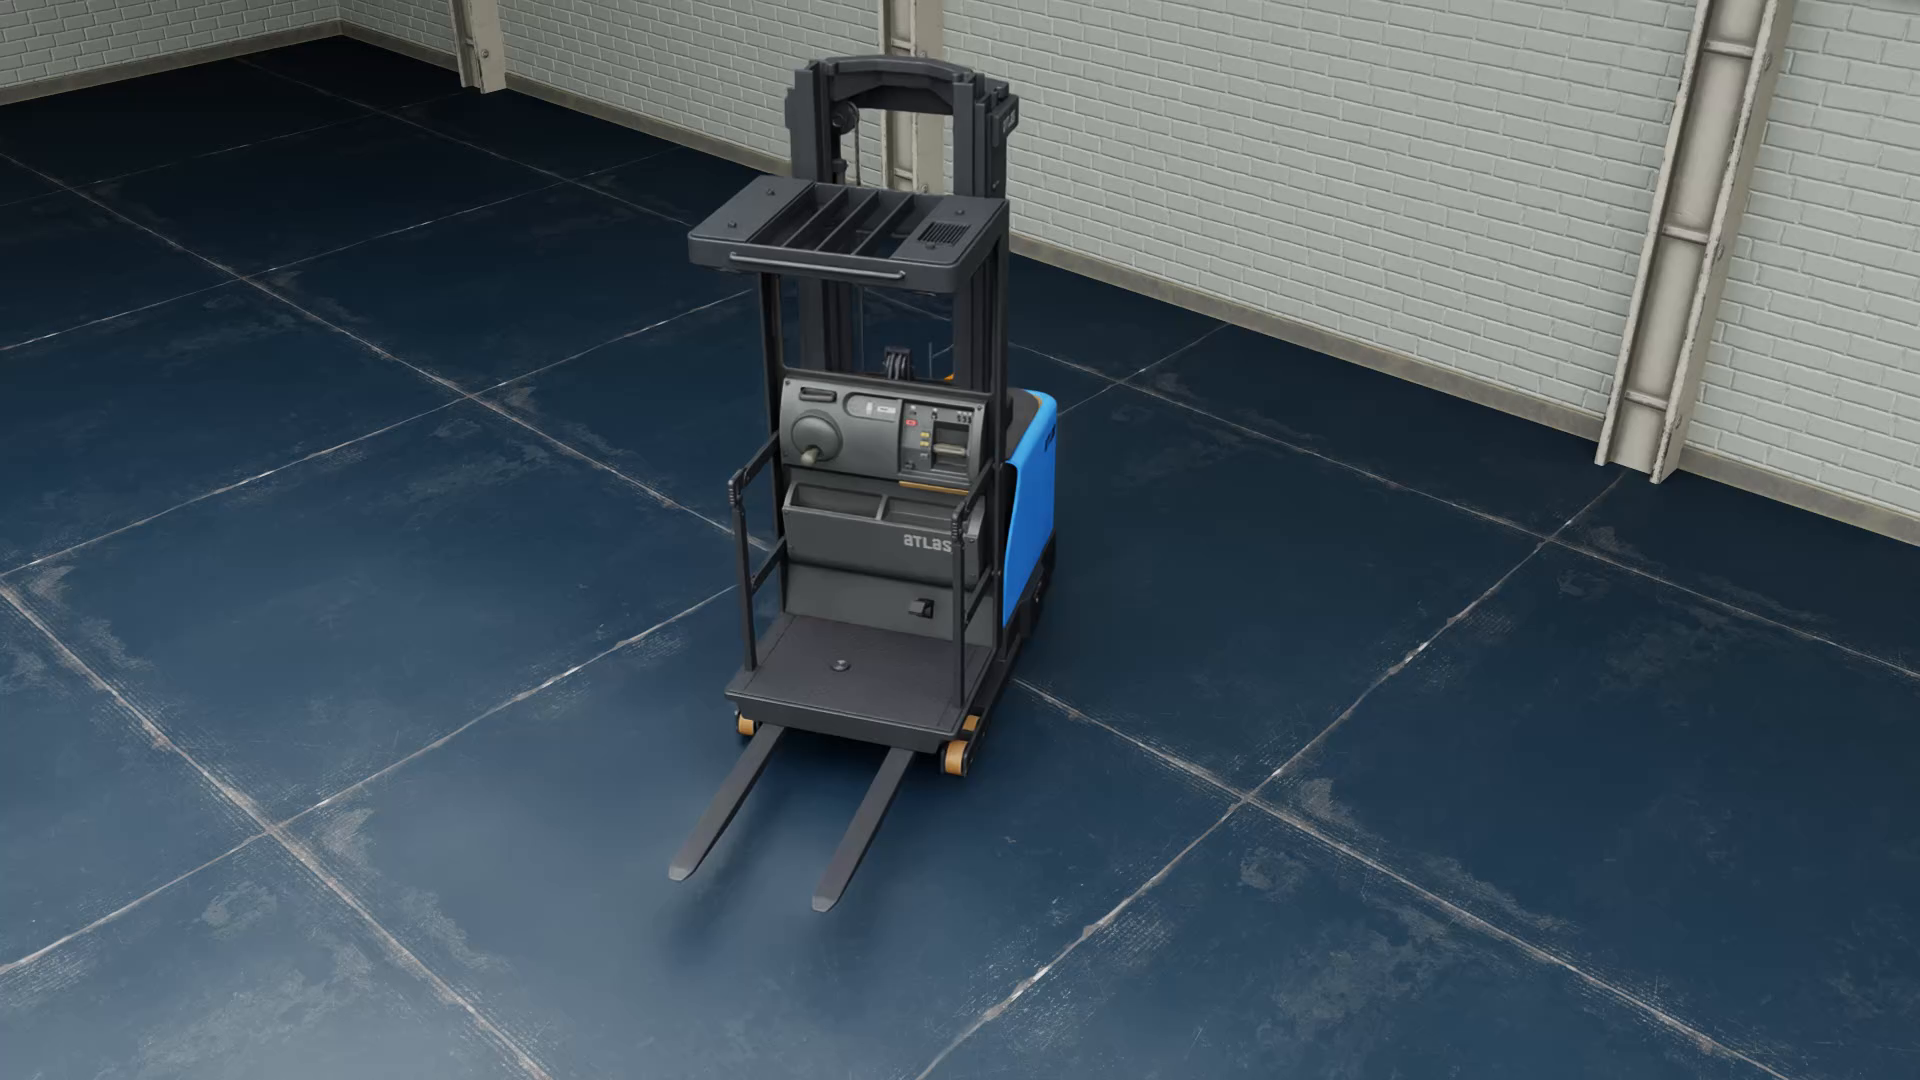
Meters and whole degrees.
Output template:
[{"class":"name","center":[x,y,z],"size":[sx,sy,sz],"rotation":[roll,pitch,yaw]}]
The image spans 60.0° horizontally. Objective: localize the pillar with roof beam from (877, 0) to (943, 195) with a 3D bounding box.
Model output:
[{"class":"pillar with roof beam","center":[-3.267,-4.741,8.400],"size":[0.400,9.000,9.100],"rotation":[25,39,35]}]

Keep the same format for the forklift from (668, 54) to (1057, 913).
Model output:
[{"class":"forklift","center":[-0.405,-0.423,7.111],"size":[1.130,2.935,3.031],"rotation":[9,32,14]}]

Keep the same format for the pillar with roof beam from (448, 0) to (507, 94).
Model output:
[{"class":"pillar with roof beam","center":[-7.716,-6.818,11.850],"size":[0.400,9.000,9.100],"rotation":[25,39,35]}]

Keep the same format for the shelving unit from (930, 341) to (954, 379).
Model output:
[{"class":"shelving unit","center":[-0.007,-0.529,8.965],"size":[0.189,1.200,0.258],"rotation":[24,39,34]}]

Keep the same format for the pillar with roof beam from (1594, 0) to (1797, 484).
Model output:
[{"class":"pillar with roof beam","center":[1.182,-2.664,4.951],"size":[0.400,9.000,9.100],"rotation":[25,39,35]}]

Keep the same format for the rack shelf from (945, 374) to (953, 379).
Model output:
[{"class":"rack shelf","center":[-0.007,-0.800,8.803],"size":[0.180,0.103,0.258],"rotation":[24,39,34]}]

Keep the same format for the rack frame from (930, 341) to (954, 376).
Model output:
[{"class":"rack frame","center":[-0.076,-0.560,9.017],"size":[0.006,1.200,0.240],"rotation":[24,39,34]}]
